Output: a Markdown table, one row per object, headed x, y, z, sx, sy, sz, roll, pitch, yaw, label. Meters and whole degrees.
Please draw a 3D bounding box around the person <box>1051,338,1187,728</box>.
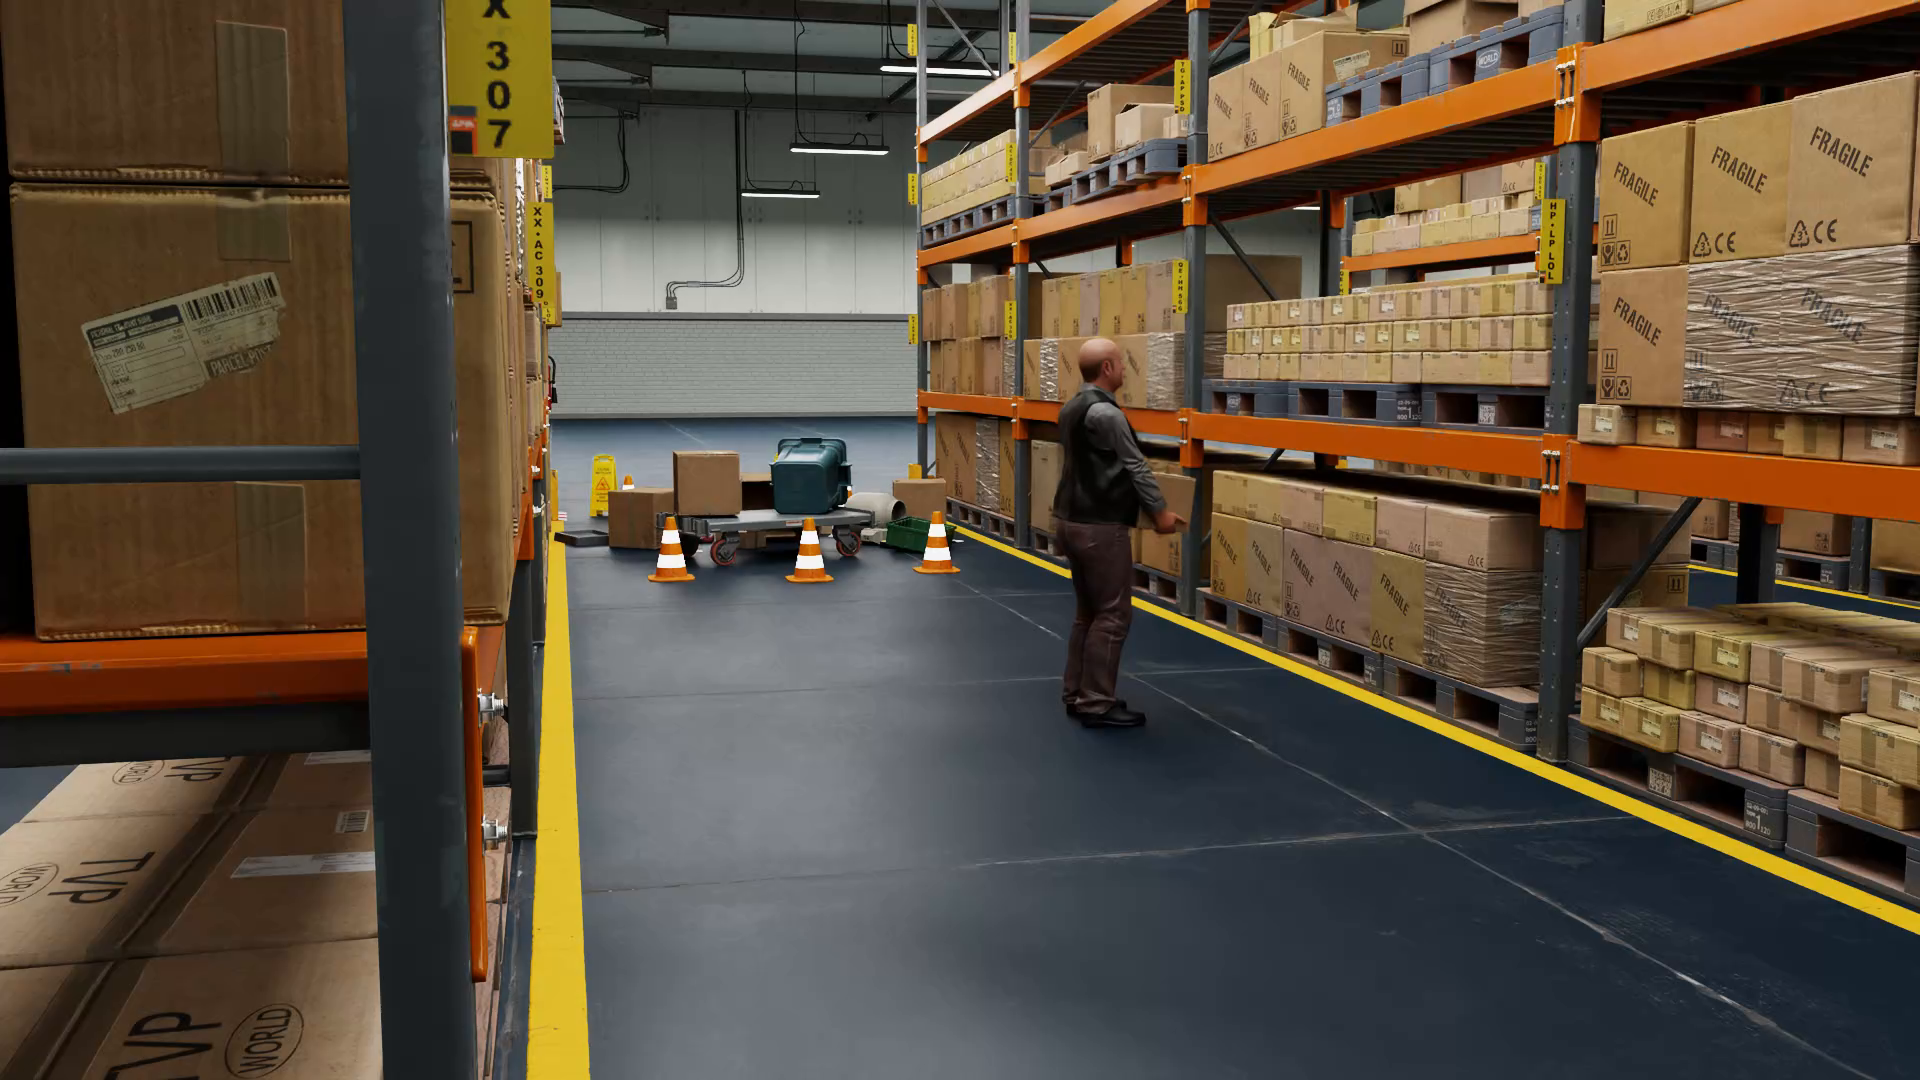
| x | y | z | sx | sy | sz | roll | pitch | yaw | label |
| --- | --- | --- | --- | --- | --- | --- | --- | --- | --- |
| 0.704 | -0.043 | 7.493 | 0.560 | 1.721 | 0.495 | -2 | 6 | -14 | person |
